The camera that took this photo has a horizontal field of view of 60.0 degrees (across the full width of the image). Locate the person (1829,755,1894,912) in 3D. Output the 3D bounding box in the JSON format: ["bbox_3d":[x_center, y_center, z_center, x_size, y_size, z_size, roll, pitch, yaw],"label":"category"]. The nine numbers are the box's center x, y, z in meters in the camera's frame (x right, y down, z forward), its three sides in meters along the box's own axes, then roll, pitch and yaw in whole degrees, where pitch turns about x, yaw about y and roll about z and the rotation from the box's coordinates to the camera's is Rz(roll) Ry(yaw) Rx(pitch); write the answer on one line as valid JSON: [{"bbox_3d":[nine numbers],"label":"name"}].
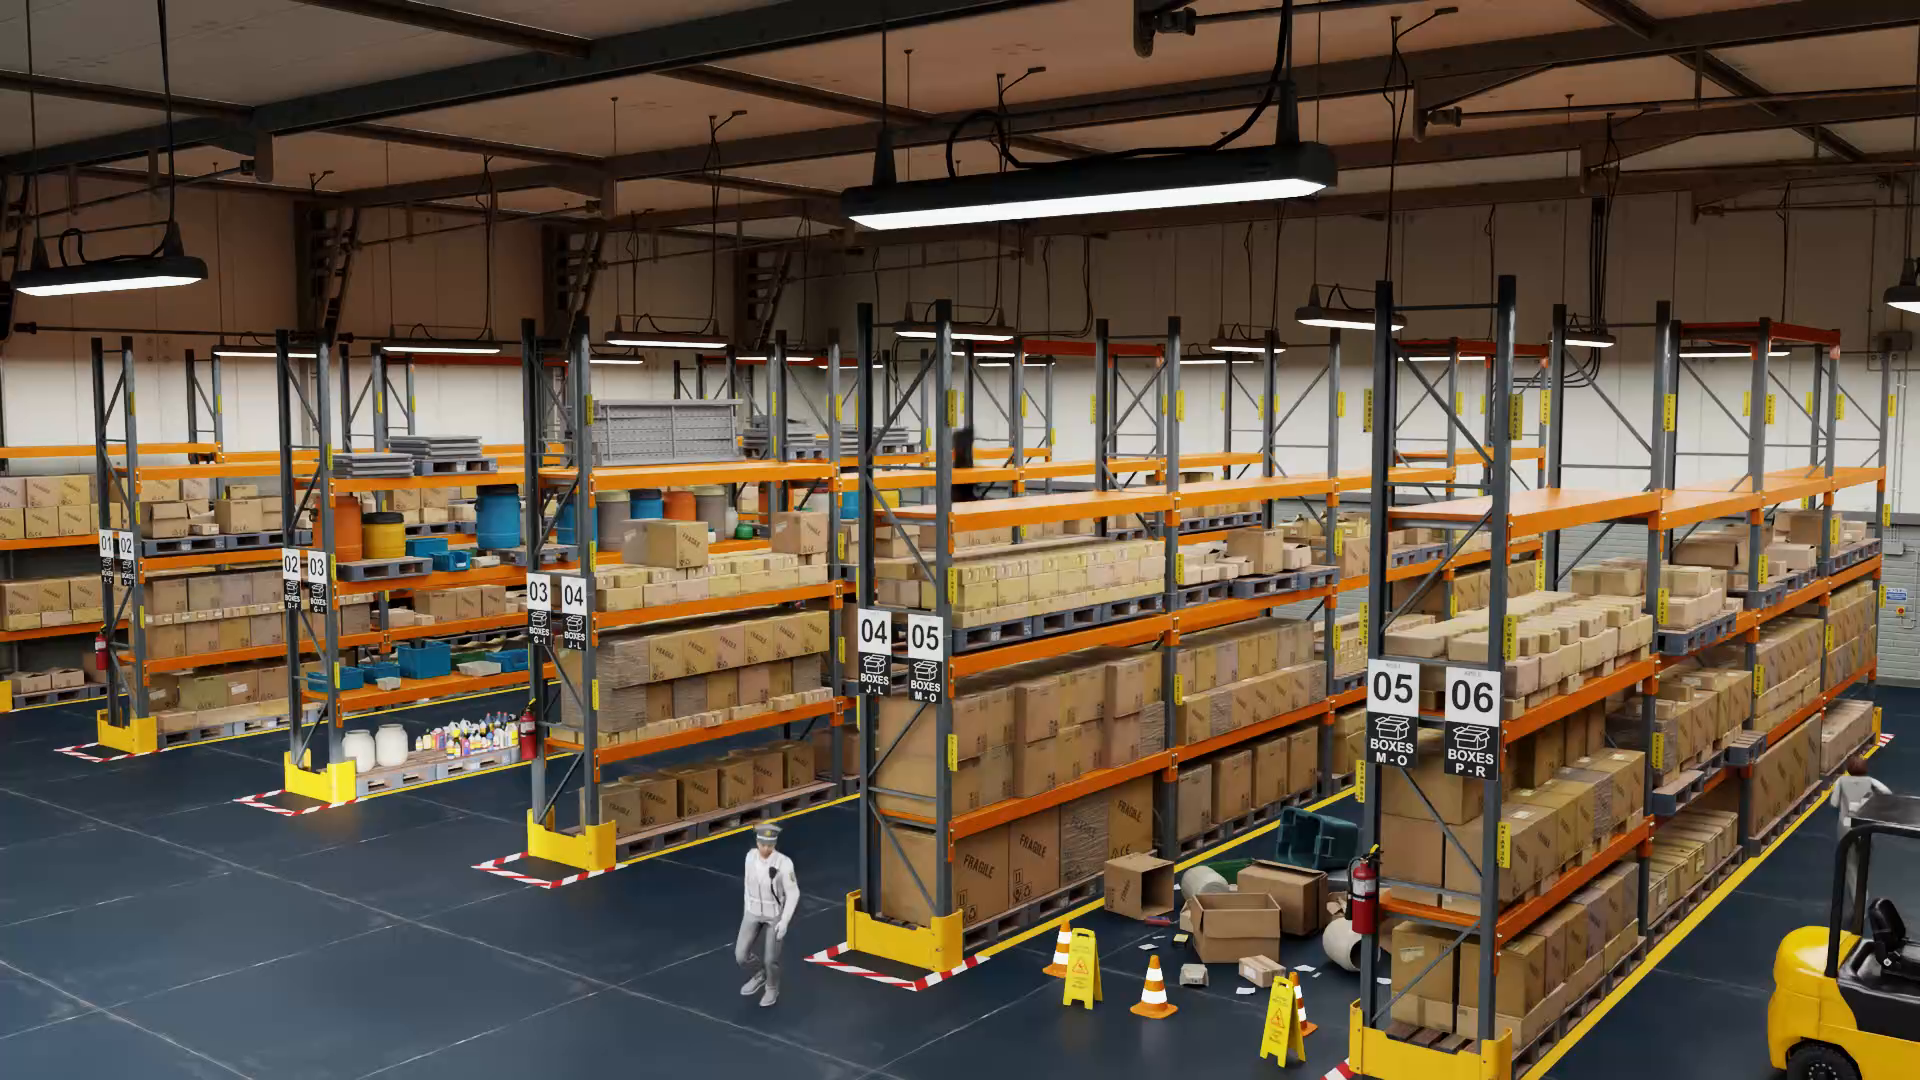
[{"bbox_3d":[9.021,2.942,16.681,0.546,1.524,0.784,2,5,22],"label":"person"}]

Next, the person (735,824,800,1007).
[{"bbox_3d":[-1.602,3.150,13.924,0.592,1.621,0.634,1,5,11],"label":"person"}]
